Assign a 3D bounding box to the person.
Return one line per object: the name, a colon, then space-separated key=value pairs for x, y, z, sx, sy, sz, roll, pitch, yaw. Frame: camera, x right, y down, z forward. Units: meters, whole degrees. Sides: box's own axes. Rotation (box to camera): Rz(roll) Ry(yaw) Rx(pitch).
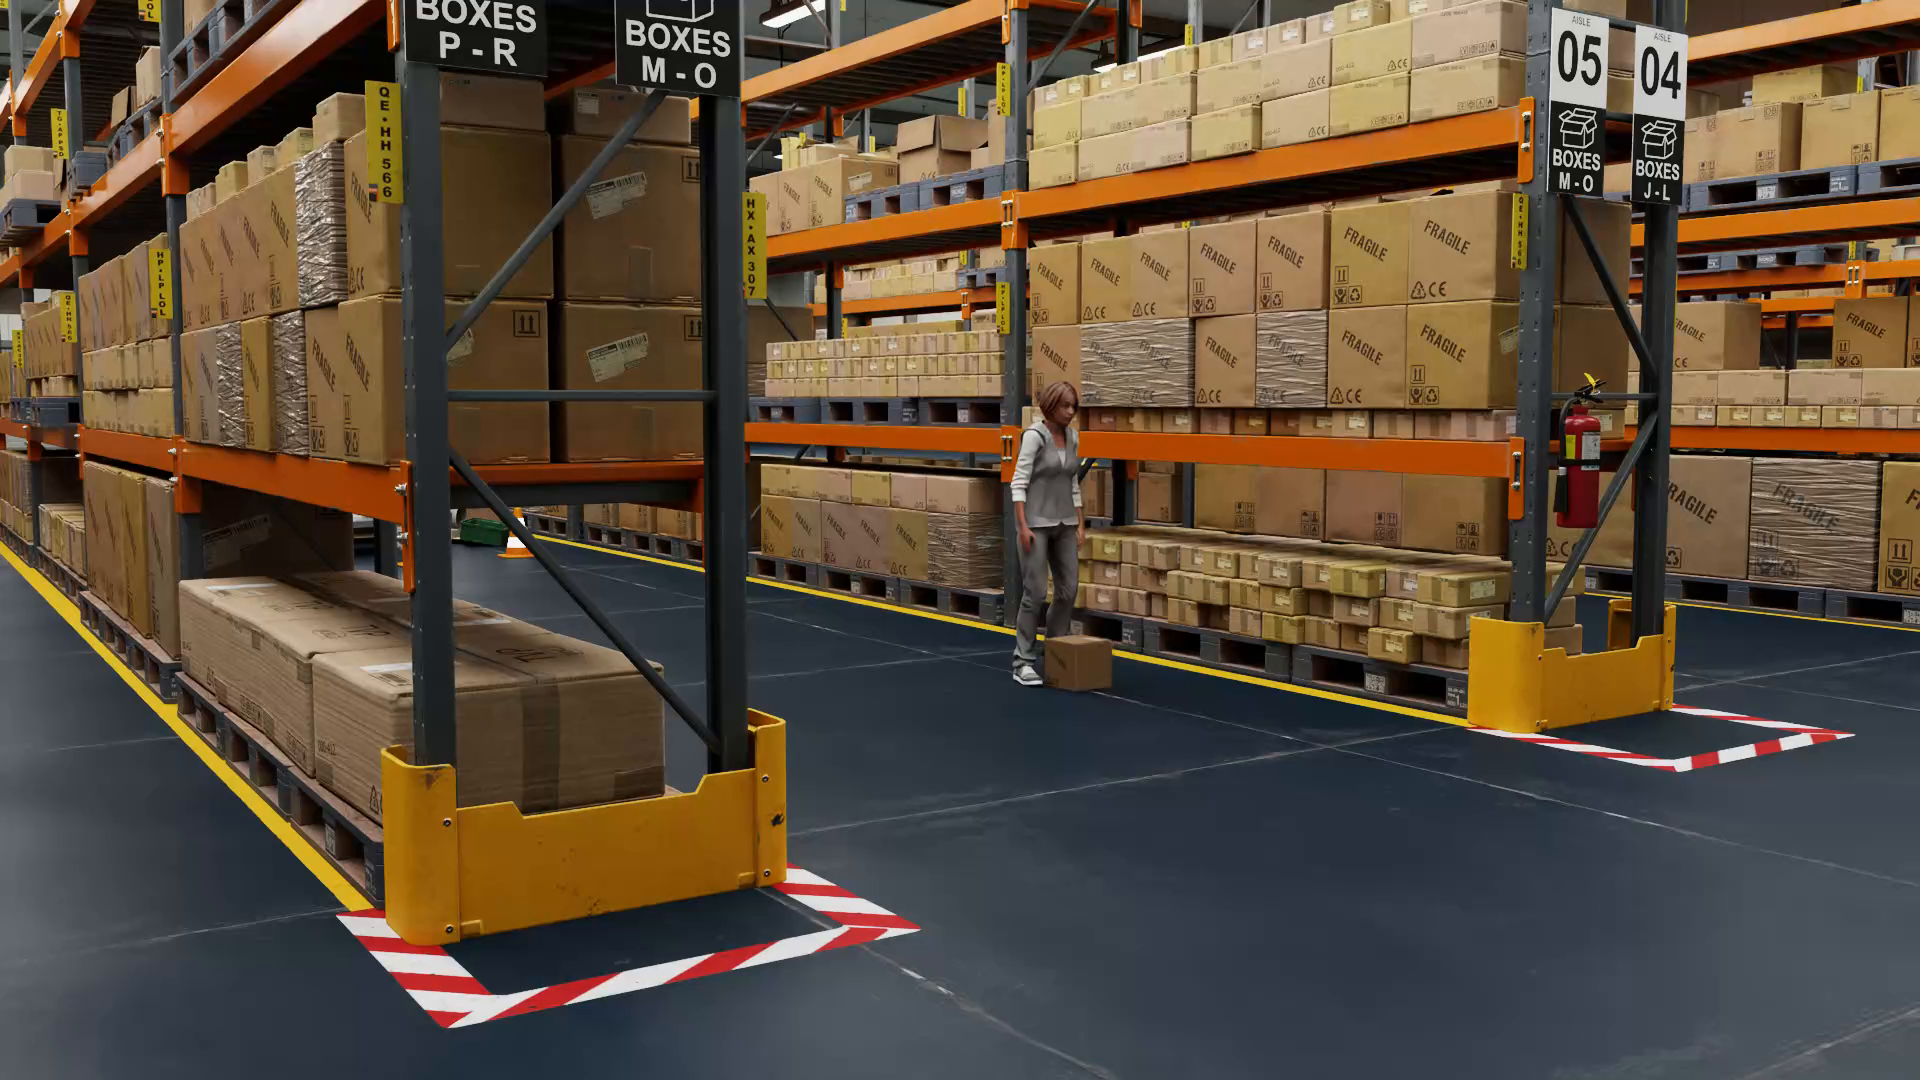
person: x=0.471 y=-0.043 z=8.814 sx=0.464 sy=1.591 sz=0.343 roll=-4 pitch=6 yaw=-37
